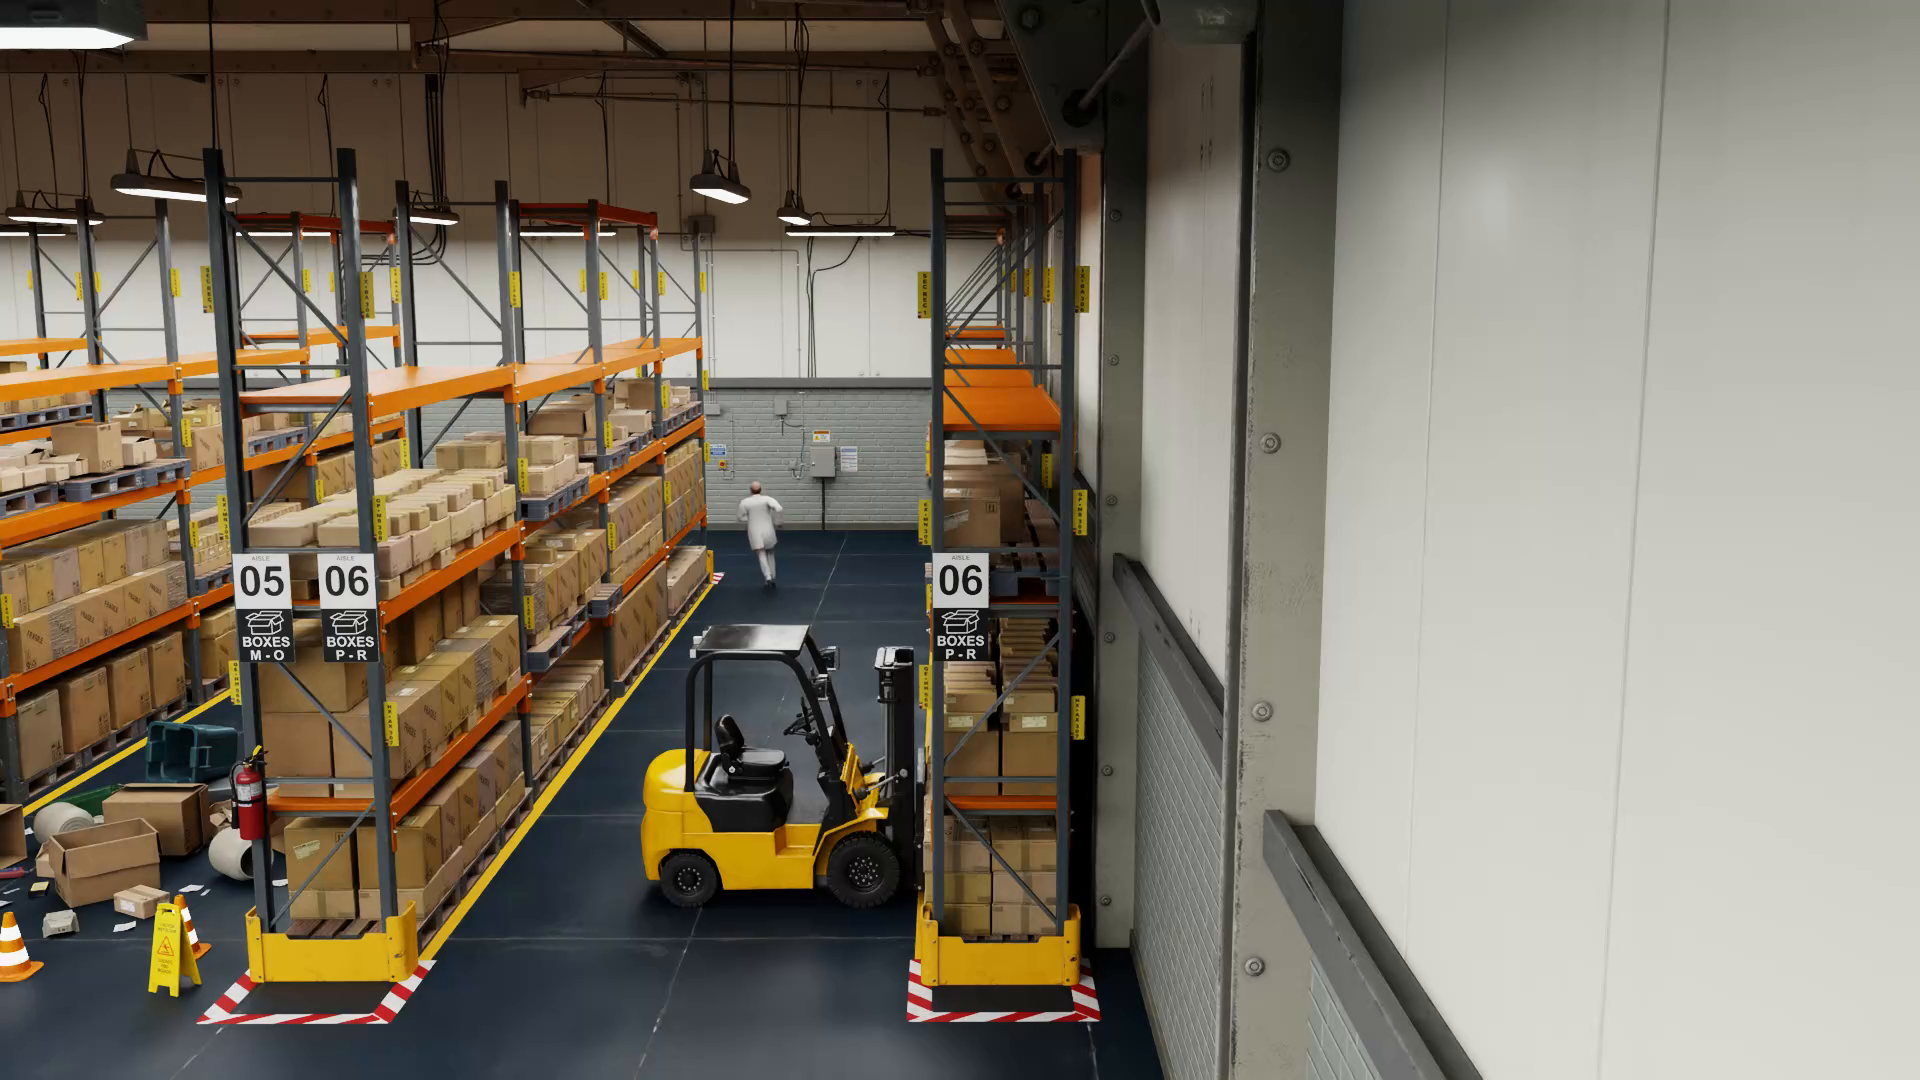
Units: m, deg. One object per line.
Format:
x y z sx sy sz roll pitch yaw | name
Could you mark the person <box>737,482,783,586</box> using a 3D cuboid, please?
-3.292 -0.057 27.377 0.738 1.812 0.982 -2 9 -12 | person
